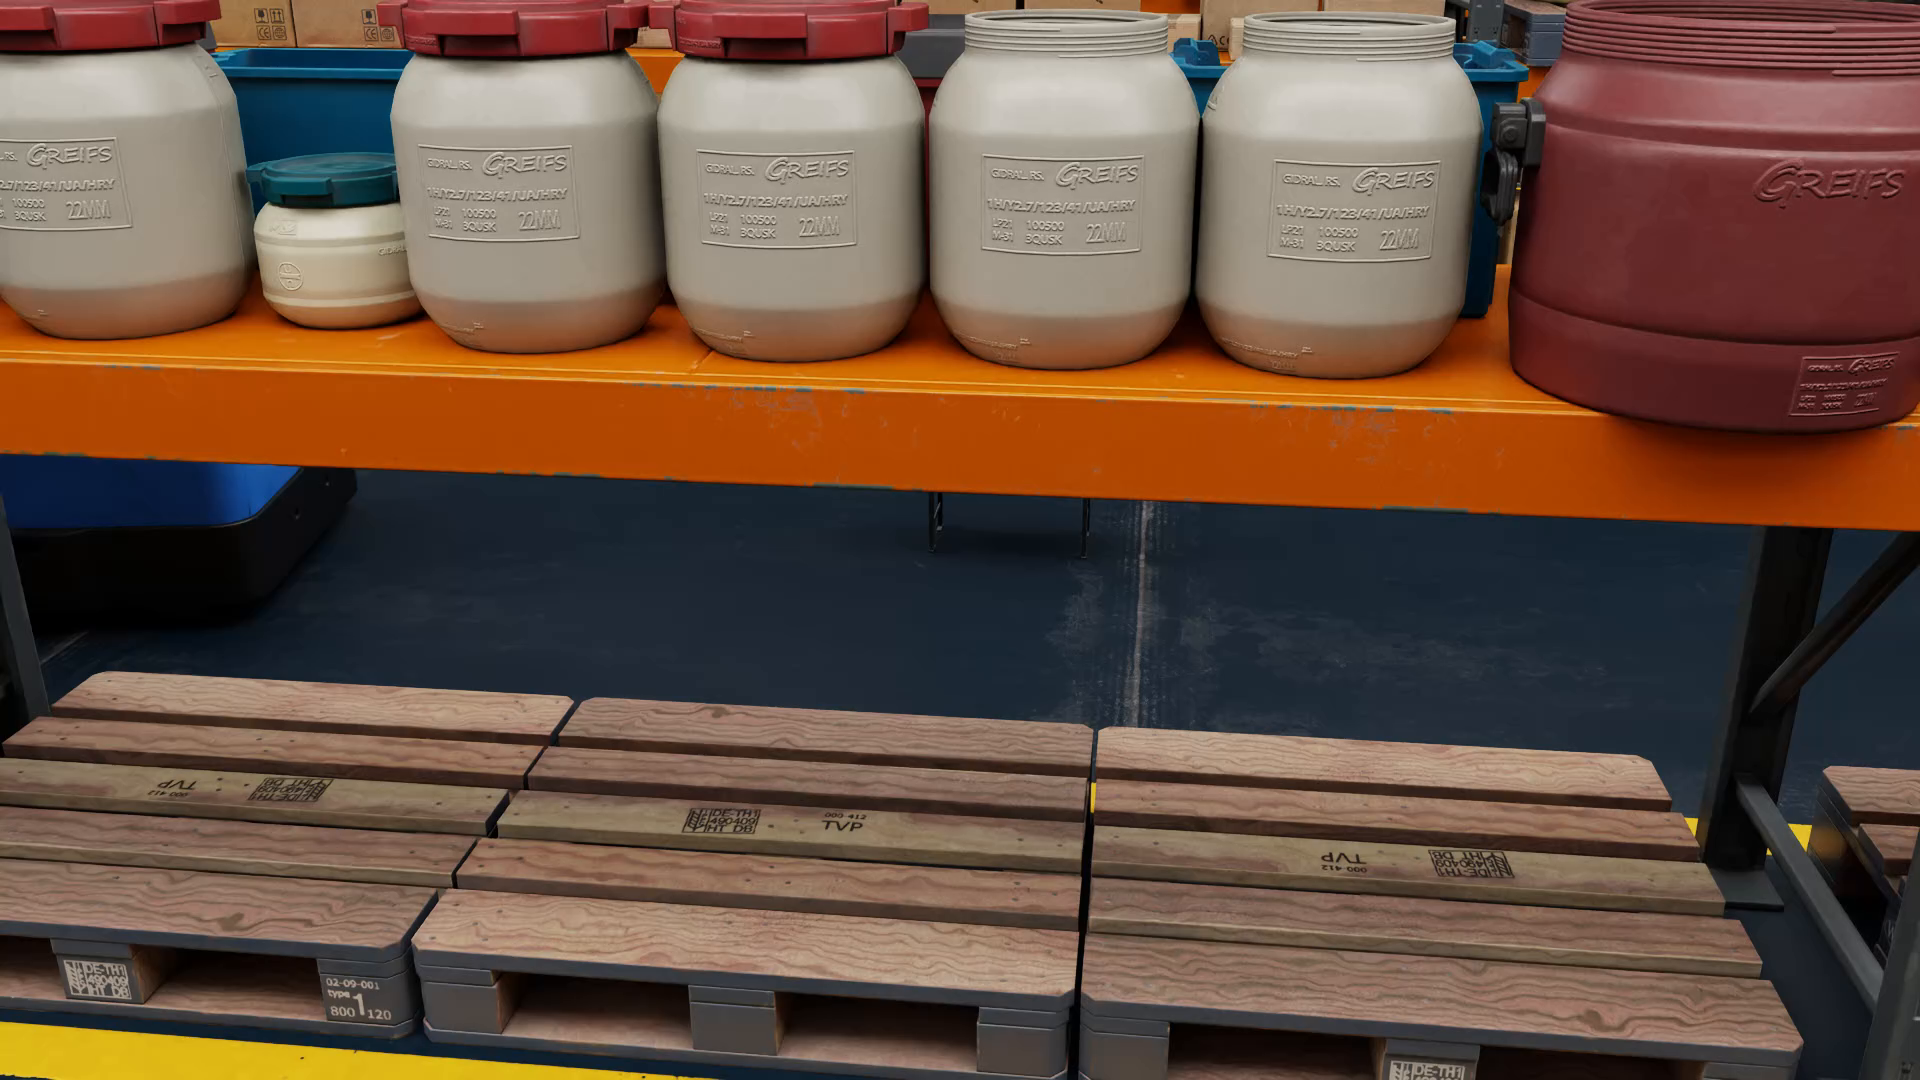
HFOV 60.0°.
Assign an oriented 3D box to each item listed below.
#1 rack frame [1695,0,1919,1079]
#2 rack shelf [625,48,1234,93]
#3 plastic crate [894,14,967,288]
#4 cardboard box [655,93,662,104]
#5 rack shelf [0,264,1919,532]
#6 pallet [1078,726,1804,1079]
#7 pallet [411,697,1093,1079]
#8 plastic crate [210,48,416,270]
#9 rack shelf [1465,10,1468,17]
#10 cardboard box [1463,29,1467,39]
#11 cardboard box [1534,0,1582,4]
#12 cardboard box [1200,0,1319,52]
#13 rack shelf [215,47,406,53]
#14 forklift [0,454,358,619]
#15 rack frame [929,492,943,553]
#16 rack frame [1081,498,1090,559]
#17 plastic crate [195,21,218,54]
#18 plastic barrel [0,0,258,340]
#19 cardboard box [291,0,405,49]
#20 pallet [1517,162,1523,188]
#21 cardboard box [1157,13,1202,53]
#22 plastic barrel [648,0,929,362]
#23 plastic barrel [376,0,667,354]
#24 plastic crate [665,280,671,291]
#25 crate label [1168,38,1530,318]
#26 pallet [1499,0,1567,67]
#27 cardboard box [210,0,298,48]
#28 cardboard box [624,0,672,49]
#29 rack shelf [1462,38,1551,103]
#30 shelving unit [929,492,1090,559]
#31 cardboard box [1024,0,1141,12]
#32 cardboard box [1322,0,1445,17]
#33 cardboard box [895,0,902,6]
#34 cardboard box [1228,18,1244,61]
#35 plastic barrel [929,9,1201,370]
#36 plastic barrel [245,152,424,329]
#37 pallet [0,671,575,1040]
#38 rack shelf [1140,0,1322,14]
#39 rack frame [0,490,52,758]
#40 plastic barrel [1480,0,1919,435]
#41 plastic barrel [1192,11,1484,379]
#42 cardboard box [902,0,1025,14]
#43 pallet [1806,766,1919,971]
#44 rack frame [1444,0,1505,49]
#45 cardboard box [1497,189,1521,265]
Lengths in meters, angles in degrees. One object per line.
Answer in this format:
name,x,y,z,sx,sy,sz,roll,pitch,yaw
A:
rack frame,1.626,-0.520,2.674,0.127,3.000,1.000,2,22,6
rack shelf,0.226,-2.080,7.599,4.000,0.370,1.077,2,22,6
plastic crate,0.057,-0.731,3.122,0.583,0.464,0.402,2,22,6
cardboard box,-2.216,-3.382,12.716,0.500,0.500,0.500,1,22,2
rack shelf,-0.360,-0.272,3.025,4.000,0.370,1.077,2,22,6
pallet,0.861,0.729,3.308,1.213,0.211,1.003,2,22,6
pallet,-0.347,0.676,3.443,1.213,0.211,1.003,2,22,6
plastic crate,-1.214,-0.751,3.281,0.575,0.384,0.392,2,22,6
rack shelf,4.778,-3.716,11.737,4.000,0.370,1.077,2,22,6
cardboard box,3.507,-3.253,11.940,0.750,0.750,0.750,2,22,6
cardboard box,2.851,-2.584,7.188,0.500,0.500,0.700,-5,22,-12
cardboard box,1.347,-2.396,7.541,0.500,0.311,0.500,2,22,6
rack shelf,-3.746,-2.253,8.037,4.000,0.370,1.077,2,22,6
forklift,-3.545,-1.277,4.684,3.031,2.935,1.130,-1,22,-3
rack frame,-0.078,-0.561,5.228,0.015,1.200,0.240,2,22,6
rack frame,0.407,-0.540,5.174,0.015,1.200,0.240,2,22,6
plastic crate,-1.829,-0.813,3.330,0.583,0.464,0.402,2,22,6
plastic barrel,-1.422,-0.634,2.780,0.433,0.535,0.433,0,22,0
cardboard box,-2.726,-2.585,7.762,0.500,0.500,0.700,2,22,6
pallet,3.566,-2.778,12.180,1.213,0.211,1.003,2,22,6
cardboard box,0.940,-2.246,7.382,0.250,0.149,0.380,4,22,10
plastic barrel,-0.264,-0.584,2.652,0.433,0.535,0.433,0,22,0
plastic barrel,-0.693,-0.603,2.699,0.433,0.535,0.433,0,22,0
plastic crate,-0.584,-0.622,3.221,0.662,0.188,0.450,2,22,6
crate label,0.671,-0.678,3.026,0.616,0.435,0.502,2,22,6
pallet,2.894,-2.235,7.274,1.003,0.211,1.213,2,22,6
cardboard box,-3.223,-2.608,7.821,0.500,0.500,0.700,3,22,7
cardboard box,-1.266,-2.426,7.700,0.500,0.250,0.500,4,22,10
rack shelf,4.199,-1.907,7.162,4.000,0.370,1.077,2,22,6
shelving unit,0.164,-0.551,5.201,0.503,1.200,0.258,2,22,6
cardboard box,0.544,-2.441,7.398,0.500,0.500,0.500,1,22,3
cardboard box,1.856,-2.318,7.345,0.500,0.311,0.500,4,22,10
cardboard box,-0.476,-2.486,7.511,0.500,0.500,0.500,4,22,10
cardboard box,1.287,-2.149,7.138,0.250,0.149,0.380,2,22,6
plastic barrel,0.161,-0.556,2.615,0.421,0.512,0.421,0,22,0
plastic barrel,-1.050,-0.515,2.851,0.301,0.262,0.301,0,22,0
pallet,-1.562,0.624,3.575,1.213,0.211,1.003,2,22,6
rack shelf,0.806,-3.889,12.175,4.000,0.370,1.077,2,22,6
rack frame,-2.346,-0.693,3.112,0.127,3.000,1.000,2,22,6
plastic barrel,1.129,-0.492,2.420,0.708,0.536,0.600,2,22,6
plastic barrel,0.579,-0.538,2.569,0.421,0.512,0.421,0,22,0
cardboard box,0.022,-2.464,7.456,0.500,0.500,0.500,3,22,6
pallet,2.414,0.796,3.139,1.213,0.211,1.003,2,22,6
rack frame,2.213,-2.328,7.248,0.127,3.000,1.000,2,22,6
cardboard box,2.631,-1.246,7.313,0.500,0.500,0.500,3,22,9
